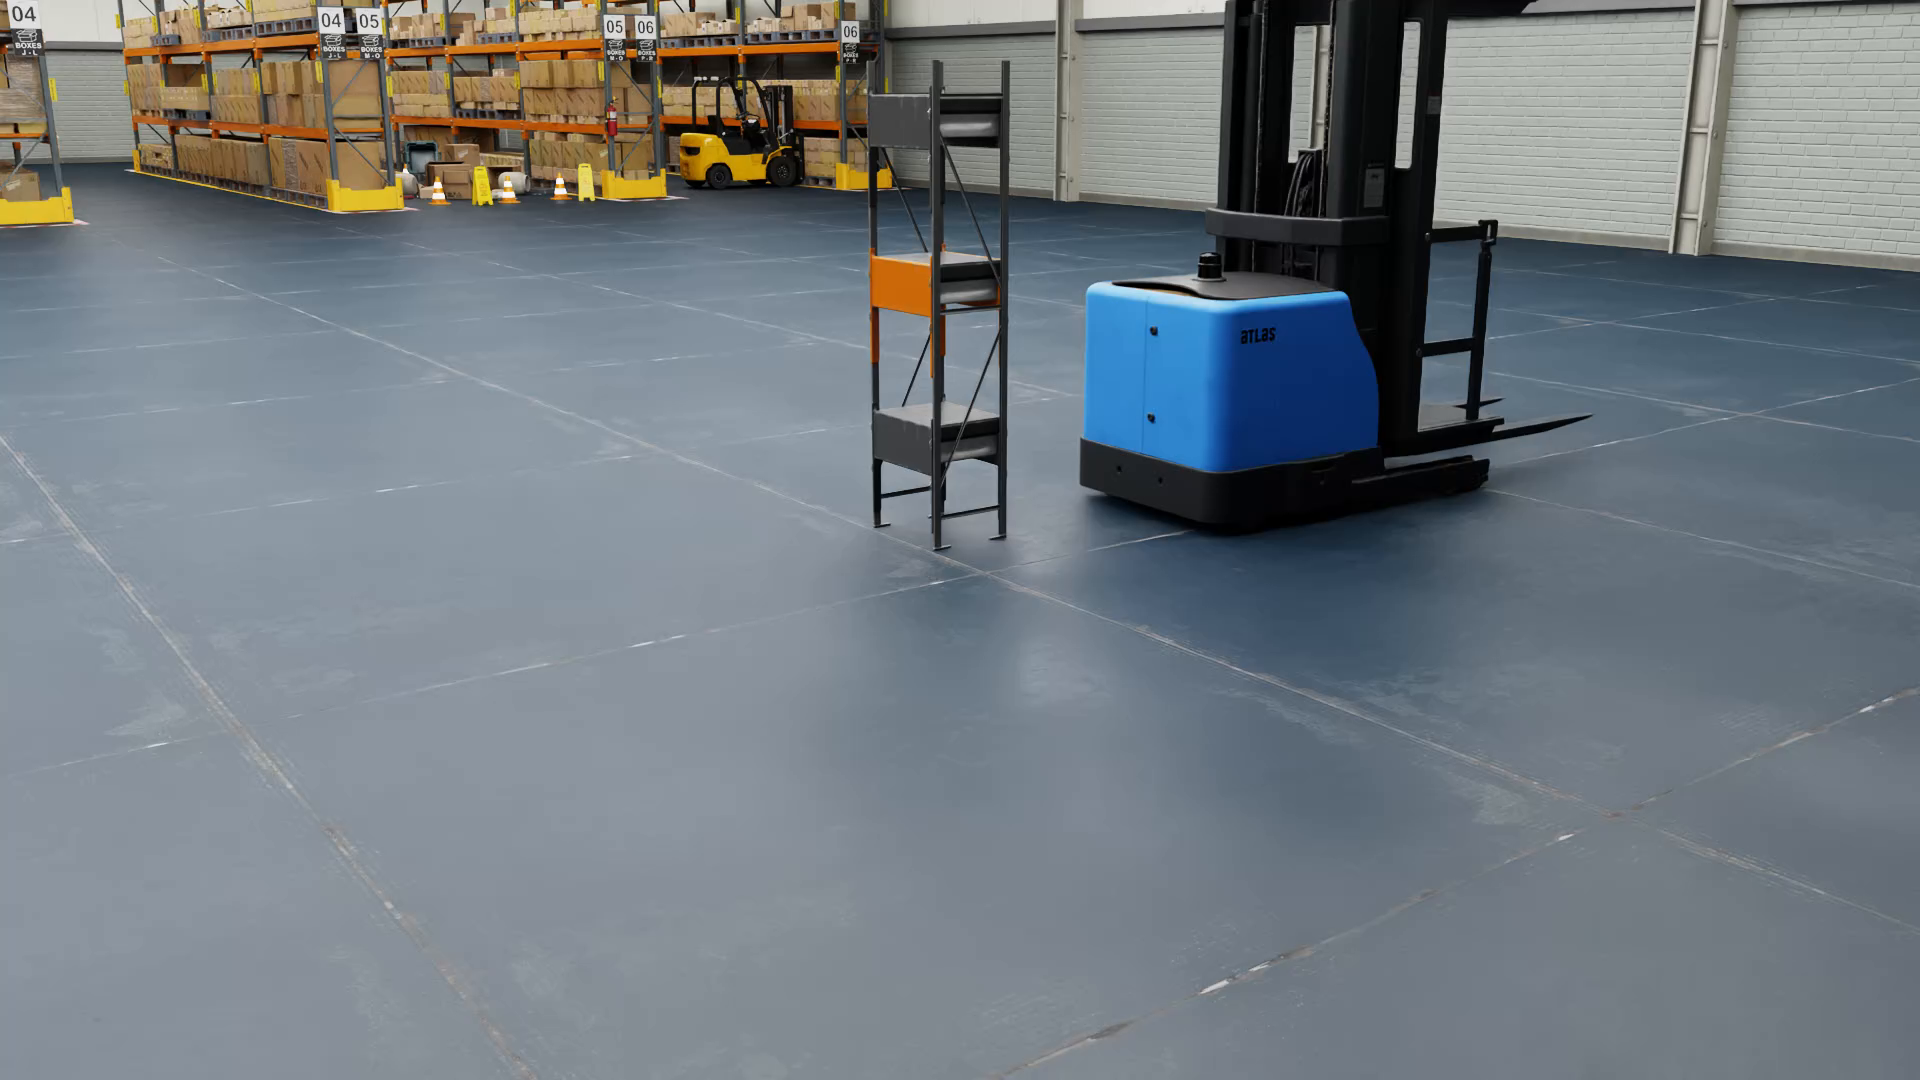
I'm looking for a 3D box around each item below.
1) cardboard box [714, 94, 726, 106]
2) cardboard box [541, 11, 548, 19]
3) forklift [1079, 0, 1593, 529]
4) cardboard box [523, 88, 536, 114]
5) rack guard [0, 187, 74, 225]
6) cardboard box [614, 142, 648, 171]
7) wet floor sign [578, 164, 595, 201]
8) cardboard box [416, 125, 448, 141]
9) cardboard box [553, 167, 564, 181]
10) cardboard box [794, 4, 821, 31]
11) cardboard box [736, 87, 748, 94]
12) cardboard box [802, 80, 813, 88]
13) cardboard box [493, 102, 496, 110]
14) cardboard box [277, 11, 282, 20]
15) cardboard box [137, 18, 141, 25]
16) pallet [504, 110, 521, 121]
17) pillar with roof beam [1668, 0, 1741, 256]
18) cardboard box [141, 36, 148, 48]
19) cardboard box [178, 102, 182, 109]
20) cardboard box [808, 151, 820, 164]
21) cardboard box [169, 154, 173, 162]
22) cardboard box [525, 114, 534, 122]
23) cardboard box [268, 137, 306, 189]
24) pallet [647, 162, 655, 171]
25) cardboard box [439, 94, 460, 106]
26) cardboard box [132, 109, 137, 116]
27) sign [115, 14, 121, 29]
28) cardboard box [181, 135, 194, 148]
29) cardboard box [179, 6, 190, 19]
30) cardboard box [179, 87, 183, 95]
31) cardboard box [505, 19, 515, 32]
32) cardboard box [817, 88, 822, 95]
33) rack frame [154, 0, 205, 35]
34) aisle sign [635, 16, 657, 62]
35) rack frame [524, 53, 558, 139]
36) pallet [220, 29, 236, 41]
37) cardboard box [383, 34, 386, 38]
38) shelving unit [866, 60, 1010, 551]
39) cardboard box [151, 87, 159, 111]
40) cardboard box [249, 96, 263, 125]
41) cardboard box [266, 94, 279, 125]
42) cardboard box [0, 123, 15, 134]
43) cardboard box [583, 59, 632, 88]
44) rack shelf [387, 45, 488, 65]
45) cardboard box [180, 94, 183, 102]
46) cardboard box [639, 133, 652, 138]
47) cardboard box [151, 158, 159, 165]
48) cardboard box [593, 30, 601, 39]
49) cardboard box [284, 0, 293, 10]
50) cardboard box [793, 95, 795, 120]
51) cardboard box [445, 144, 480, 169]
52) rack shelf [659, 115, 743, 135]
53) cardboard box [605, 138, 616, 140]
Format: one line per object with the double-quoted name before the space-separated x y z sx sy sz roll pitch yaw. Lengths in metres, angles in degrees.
"cardboard box" -5.092 -9.718 36.737 0.500 0.250 0.500 -11 19 -36
"cardboard box" -7.736 -9.982 31.648 0.380 0.149 0.250 -12 19 -36
"forklift" 2.102 -1.745 8.400 3.031 2.935 1.130 -10 18 -33
"cardboard box" -8.268 -8.658 32.776 0.500 0.500 0.500 -11 19 -35
"rack guard" -14.010 -5.022 24.978 1.175 0.500 0.348 -11 19 -35
"cardboard box" -6.214 -7.208 31.222 0.500 0.500 0.500 -12 19 -36
"wet floor sign" -6.703 -6.407 29.764 0.267 0.644 0.232 -4 16 -15
"cardboard box" -12.038 -9.178 38.657 0.875 0.875 0.875 -10 18 -33
"cardboard box" -7.535 -7.087 32.201 0.500 0.250 0.500 -11 19 -35
"cardboard box" -2.915 -10.558 33.612 0.700 0.500 0.500 -11 19 -34
"cardboard box" -4.668 -9.775 36.189 0.380 0.149 0.250 -10 18 -33
"cardboard box" -2.992 -9.272 33.789 0.380 0.149 0.250 -10 18 -33
"cardboard box" -9.415 -8.972 34.356 0.380 0.149 0.250 -11 19 -35
"cardboard box" -11.412 -8.935 28.348 0.380 0.149 0.250 -11 19 -34
"cardboard box" -18.301 -11.678 37.460 0.380 0.149 0.250 -11 19 -35
"pallet" -8.632 -8.697 34.034 1.003 0.211 1.213 -11 19 -35
"pillar with roof beam" 5.485 -7.191 16.804 9.100 9.000 0.400 -11 19 -35
"cardboard box" -18.039 -11.176 37.331 0.500 0.250 0.500 -11 19 -35
"cardboard box" -16.172 -9.116 34.880 0.380 0.149 0.250 -12 19 -37
"cardboard box" -2.761 -7.803 33.868 0.500 0.250 0.500 -11 19 -35
"cardboard box" -17.391 -8.511 37.032 0.380 0.149 0.250 -10 18 -33
"cardboard box" -8.375 -8.366 32.935 0.380 0.149 0.250 -11 19 -35
"cardboard box" -11.932 -6.846 30.138 0.875 0.875 0.875 -11 19 -34
"pallet" -7.048 -9.049 40.240 1.003 0.211 1.213 -11 19 -35
"cardboard box" -11.143 -9.691 36.638 0.500 0.250 0.500 -11 19 -35
"cardboard box" -19.376 -10.135 39.400 0.380 0.149 0.250 -11 19 -35
"sign" -19.740 -12.160 38.986 0.100 0.325 0.005 -11 19 -35
"cardboard box" -16.413 -8.569 35.720 0.500 0.250 0.500 -10 18 -33
"cardboard box" -15.818 -10.850 34.214 0.396 0.266 0.258 -11 19 -35
"cardboard box" -16.015 -9.346 34.596 0.380 0.149 0.250 -10 18 -32
"cardboard box" -8.761 -10.283 33.271 0.500 0.250 0.500 -11 19 -36
"cardboard box" -2.644 -9.027 33.459 0.380 0.149 0.250 -10 18 -34
"rack frame" -16.949 -12.416 35.893 1.000 3.000 0.127 -11 19 -35
"aisle sign" -5.662 -9.038 29.993 0.394 0.787 0.004 -11 19 -35
"rack frame" -11.344 -11.937 45.510 1.000 3.000 0.127 -11 19 -35
"pallet" -13.516 -9.656 31.850 1.003 0.211 1.213 -10 18 -32
"cardboard box" -13.639 -12.032 39.441 0.396 0.266 0.258 -10 18 -33
"shelving unit" -0.097 -1.048 7.428 0.431 2.100 0.503 -11 19 -35
"cardboard box" -17.766 -9.884 37.255 0.500 0.500 0.500 -11 19 -36
"cardboard box" -12.768 -7.932 30.686 0.500 0.500 0.500 -11 19 -35
"cardboard box" -12.019 -7.809 30.143 0.875 0.550 0.550 -11 19 -35
"cardboard box" -14.299 -6.119 24.727 0.380 0.149 0.250 -11 19 -35
"cardboard box" -6.426 -8.499 30.299 0.700 0.500 0.500 -11 19 -36
"rack shelf" -11.829 -10.985 37.710 1.077 0.370 4.000 -11 19 -35
"cardboard box" -16.016 -9.203 34.635 0.380 0.149 0.250 -10 18 -33
"cardboard box" -7.558 -9.785 40.356 0.380 0.149 0.250 -10 18 -33
"cardboard box" -18.515 -8.769 38.538 0.380 0.149 0.250 -12 19 -37
"cardboard box" -6.385 -9.108 29.966 0.380 0.149 0.250 -11 19 -34
"cardboard box" -10.995 -9.004 27.845 0.500 0.250 0.500 -11 19 -35
"cardboard box" -3.341 -8.961 34.444 0.500 0.500 0.500 -11 19 -34
"cardboard box" -9.723 -7.481 32.527 0.500 0.500 0.500 -11 19 -35
"rack shelf" -5.464 -9.455 37.803 1.077 0.370 4.000 -11 19 -35
"cardboard box" -8.568 -9.830 41.749 0.500 0.500 0.500 -11 19 -35
